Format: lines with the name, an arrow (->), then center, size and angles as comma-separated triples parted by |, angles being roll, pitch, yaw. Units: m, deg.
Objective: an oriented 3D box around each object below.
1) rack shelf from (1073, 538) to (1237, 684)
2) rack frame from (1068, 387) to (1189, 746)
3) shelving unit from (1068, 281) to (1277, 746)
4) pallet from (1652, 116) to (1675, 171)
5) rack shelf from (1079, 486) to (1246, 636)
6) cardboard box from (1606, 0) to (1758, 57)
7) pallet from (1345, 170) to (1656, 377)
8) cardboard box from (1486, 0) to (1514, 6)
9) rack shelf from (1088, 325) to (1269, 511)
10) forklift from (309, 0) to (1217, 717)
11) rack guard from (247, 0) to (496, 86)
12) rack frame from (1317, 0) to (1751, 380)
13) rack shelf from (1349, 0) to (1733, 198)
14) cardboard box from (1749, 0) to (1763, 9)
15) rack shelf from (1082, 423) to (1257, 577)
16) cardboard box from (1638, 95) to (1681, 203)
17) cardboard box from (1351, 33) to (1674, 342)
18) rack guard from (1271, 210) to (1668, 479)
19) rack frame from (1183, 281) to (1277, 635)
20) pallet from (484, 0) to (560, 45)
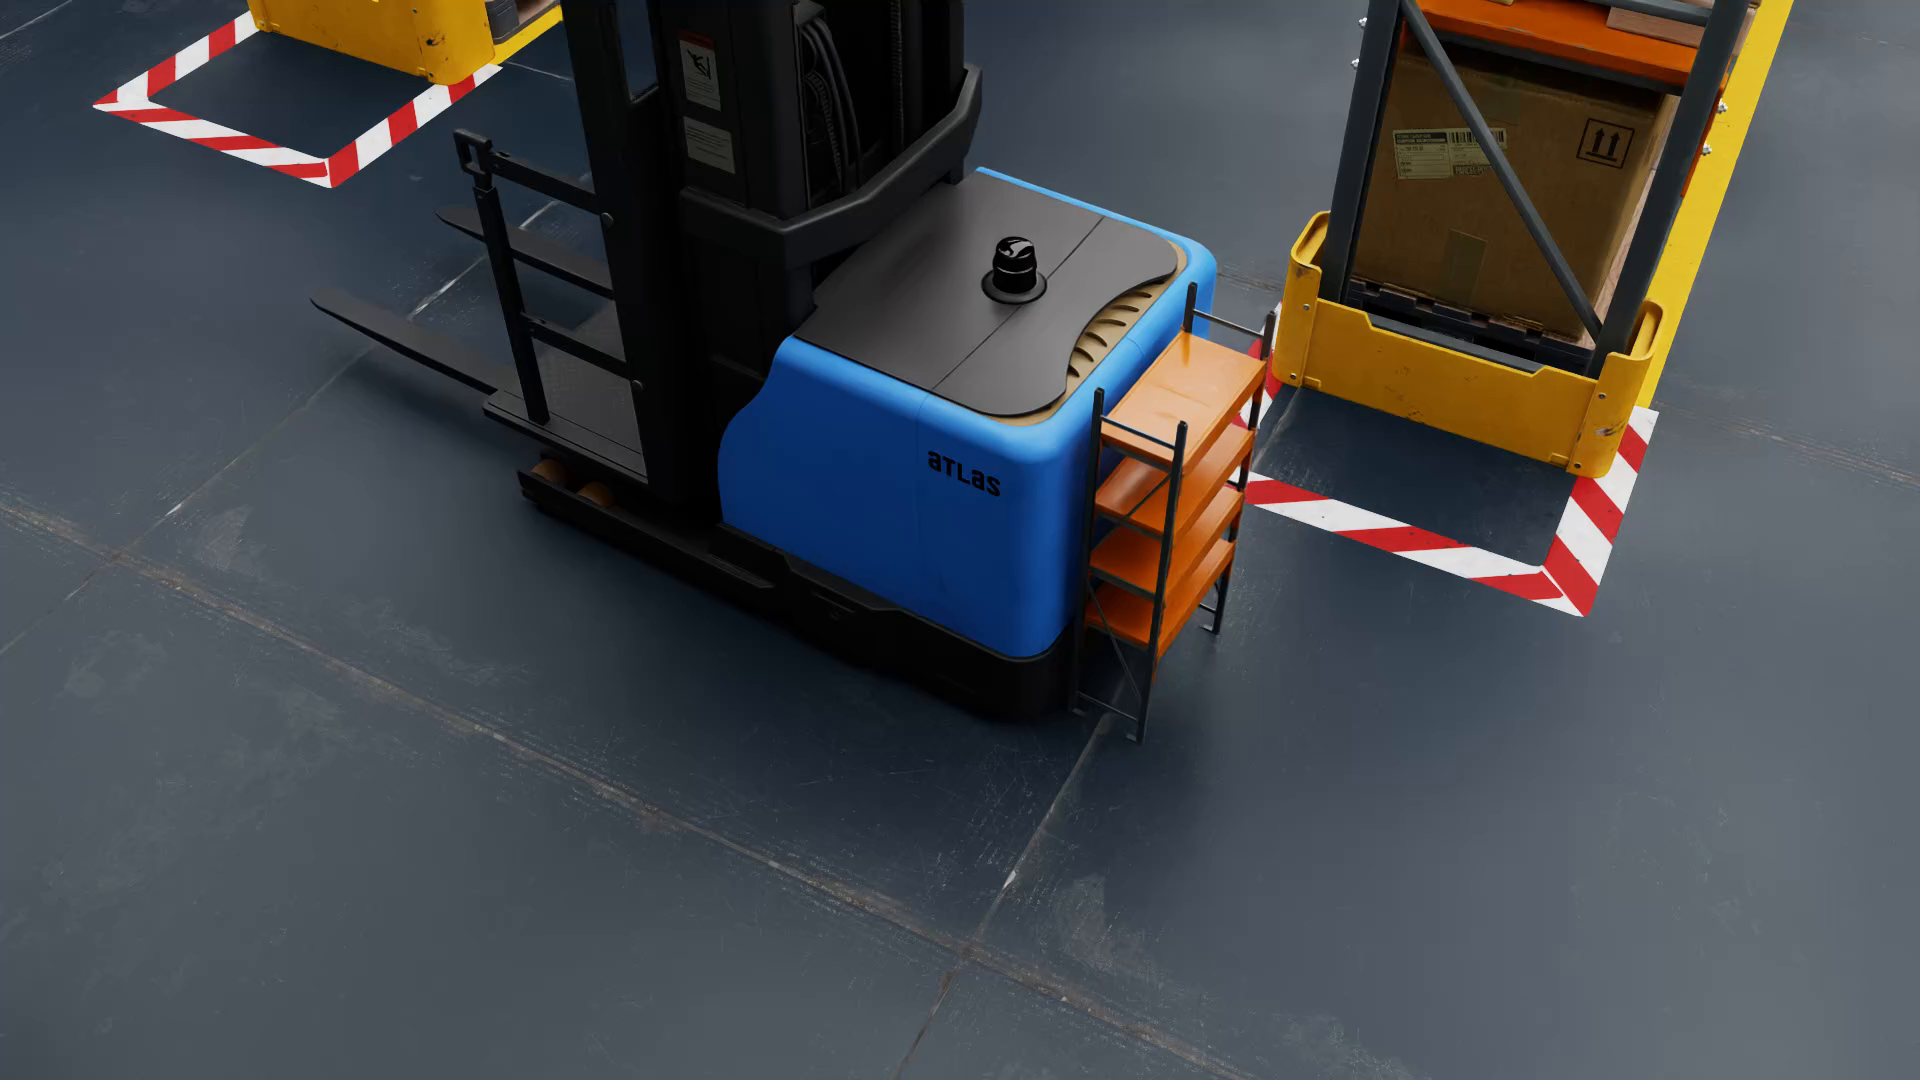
rack shelf -> 0.546, 0.148, 4.633 | 0.258, 0.148, 0.480 | 24, 50, 22
rack frame -> 0.418, 0.109, 4.298 | 0.240, 1.200, 0.015 | 24, 50, 22
shelving unit -> 0.548, -0.038, 4.443 | 0.258, 1.200, 0.503 | 24, 50, 22
pallet -> 2.546, -1.870, 6.949 | 1.003, 0.211, 1.213 | 20, 49, 19
rack shelf -> 0.547, 0.009, 4.491 | 0.258, 0.148, 0.480 | 24, 50, 22
cardboard box -> 2.134, -1.581, 4.880 | 0.380, 0.149, 0.250 | 21, 49, 19
pallet -> 1.979, -1.104, 6.193 | 1.003, 0.211, 1.213 | 20, 49, 19
cardboard box -> 1.551, -1.799, 5.096 | 0.380, 0.149, 0.250 | 21, 49, 20
rack shelf -> 0.550, -0.313, 4.162 | 0.258, 0.148, 0.480 | 24, 50, 22
forklift -> -0.802, -1.343, 4.517 | 3.031, 2.935, 1.130 | 24, 50, 22
rack guard -> -2.634, -2.425, 7.295 | 1.175, 0.500, 0.348 | 20, 49, 19
rack frame -> 1.677, -1.555, 4.677 | 1.000, 3.000, 0.127 | 20, 49, 19
rack shelf -> 2.605, -2.562, 6.179 | 1.077, 0.370, 4.000 | 20, 49, 19
cardboard box -> 2.139, -1.820, 4.836 | 0.500, 0.250, 0.500 | 19, 48, 18
rack shelf -> 0.549, -0.148, 4.331 | 0.258, 0.148, 0.480 | 24, 50, 22
cardboard box -> 2.326, -1.958, 6.275 | 0.875, 0.875, 0.875 | 20, 49, 19
cardboard box -> 1.903, -1.385, 5.708 | 0.875, 0.875, 0.875 | 20, 49, 19
rack guard -> 1.666, -0.661, 5.552 | 1.175, 0.500, 0.348 | 20, 49, 19
rack frame -> 0.678, -0.185, 4.588 | 0.240, 1.200, 0.015 | 24, 50, 22
pallet -> -2.226, -2.824, 7.892 | 1.003, 0.211, 1.213 | 20, 49, 19
